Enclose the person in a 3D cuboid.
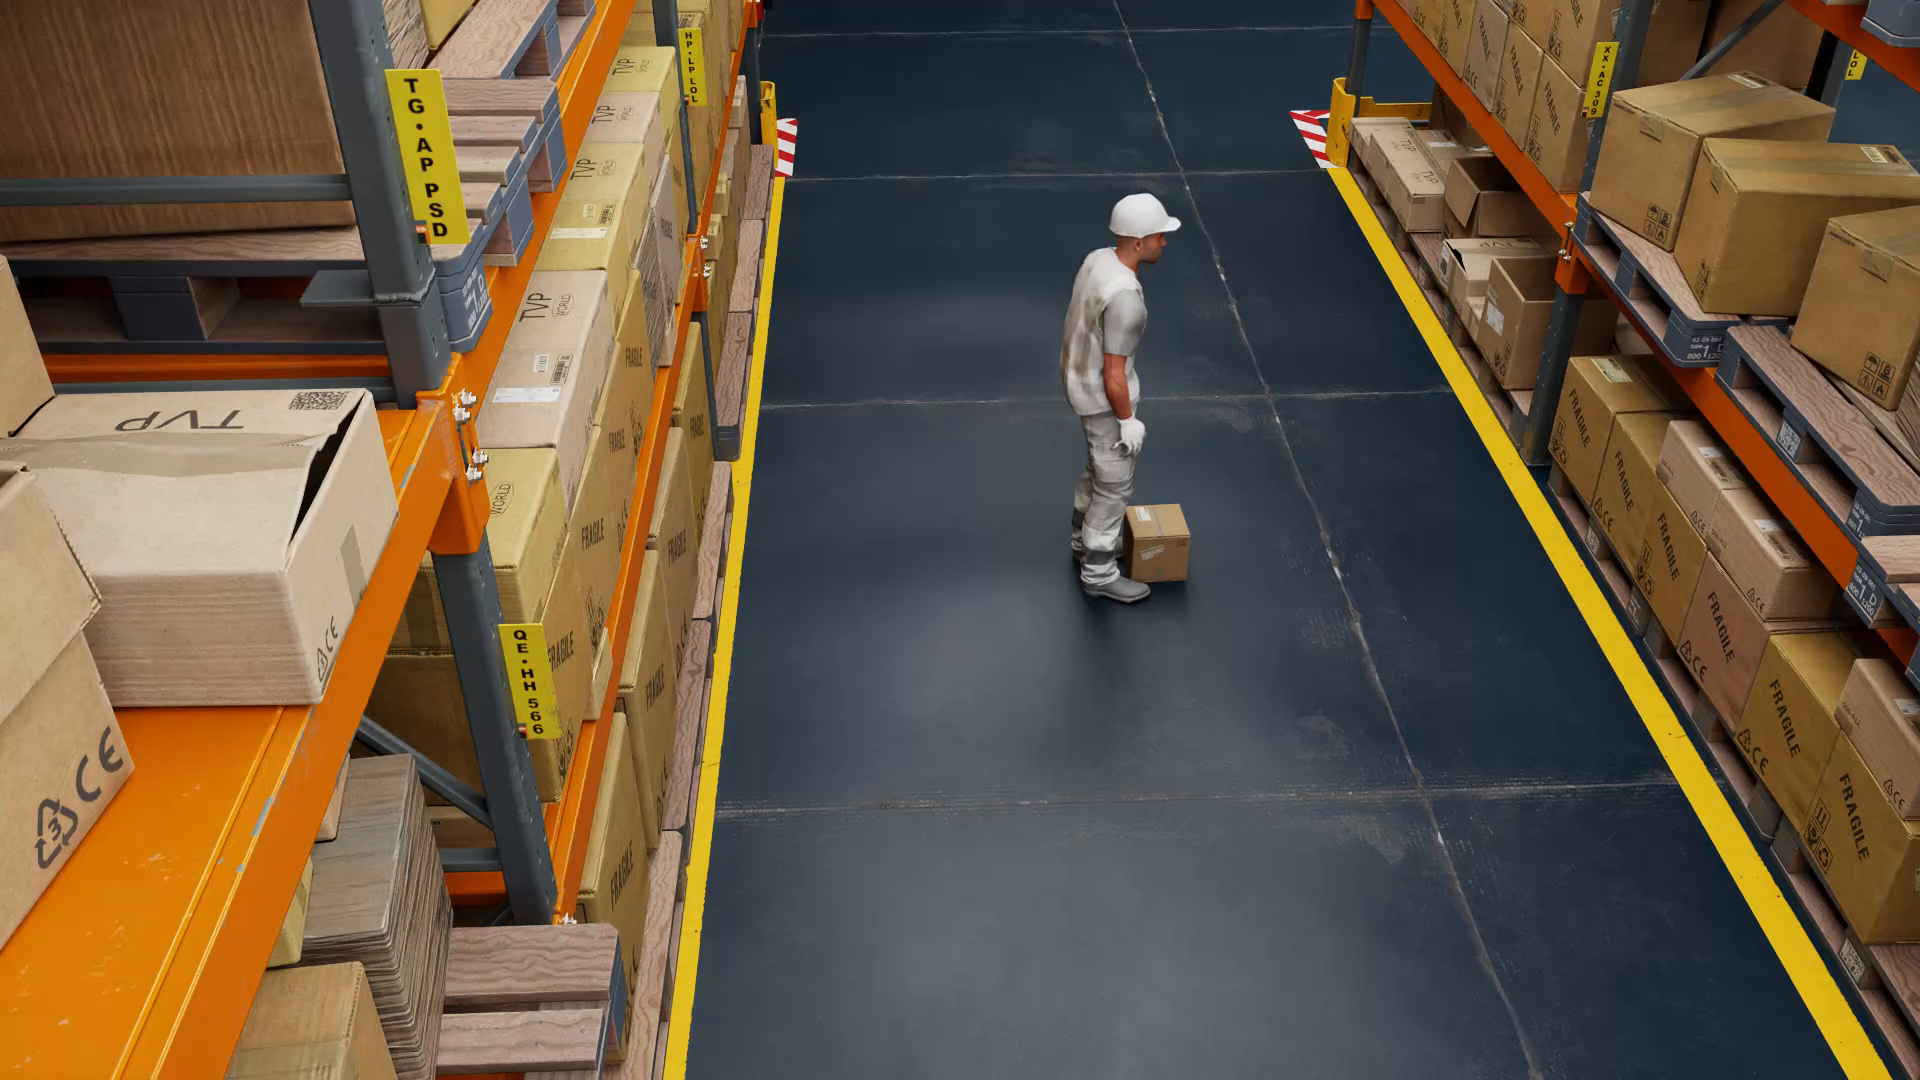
[{"bbox_3d":[0.651,-0.603,6.995,0.453,1.779,0.621,-2,35,-3],"label":"person"}]
